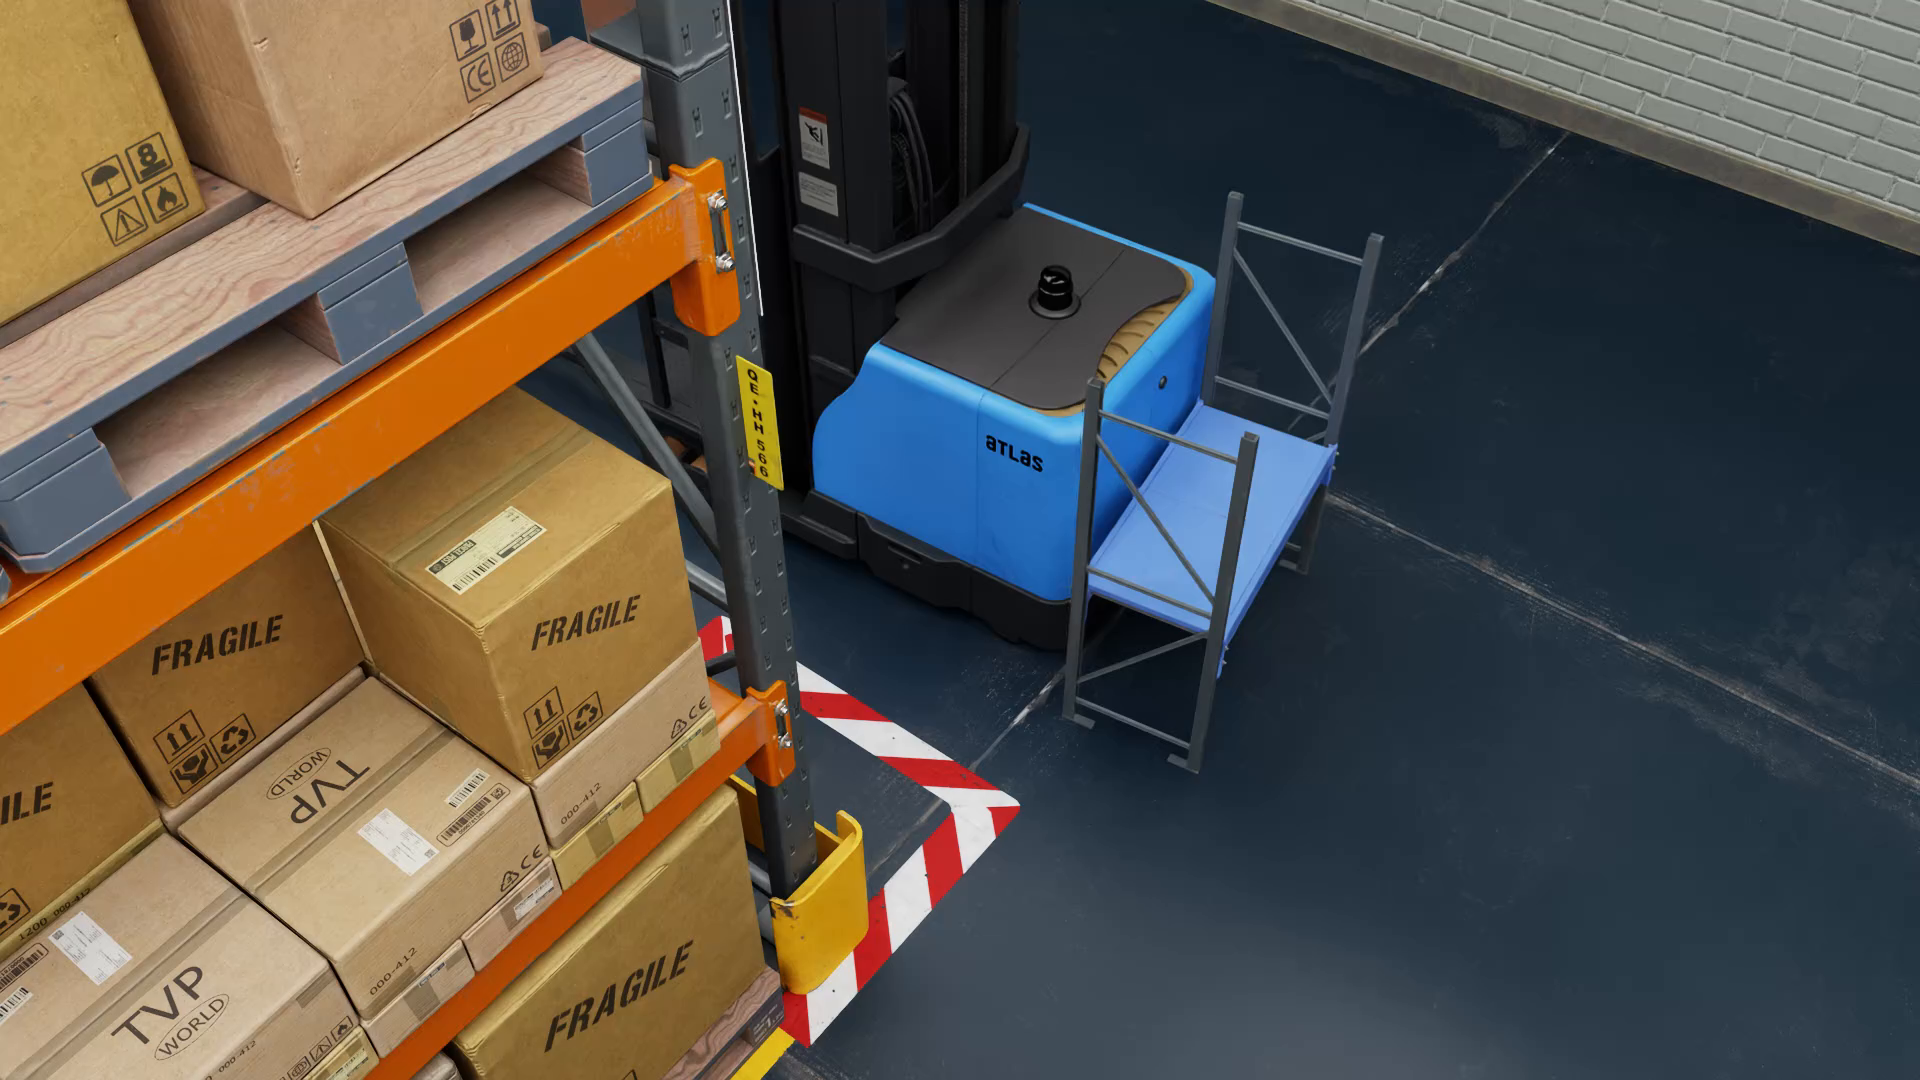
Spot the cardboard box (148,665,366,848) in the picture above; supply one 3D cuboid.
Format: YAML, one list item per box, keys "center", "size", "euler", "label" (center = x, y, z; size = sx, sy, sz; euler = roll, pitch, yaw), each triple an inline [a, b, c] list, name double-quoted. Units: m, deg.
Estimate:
- center: [-1.655, 0.400, 3.691]
  size: [0.500, 0.250, 0.500]
  euler: [29, 53, 25]
  label: "cardboard box"

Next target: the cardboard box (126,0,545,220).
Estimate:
- center: [-1.111, -0.934, 2.564]
  size: [0.700, 0.500, 0.500]
  euler: [26, 52, 23]
  label: "cardboard box"

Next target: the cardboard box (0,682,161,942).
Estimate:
- center: [-1.961, 0.426, 3.148]
  size: [0.500, 0.500, 0.500]
  euler: [28, 52, 24]
  label: "cardboard box"

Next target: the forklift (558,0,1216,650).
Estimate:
- center: [-0.623, -1.468, 5.625]
  size: [3.031, 2.935, 1.130]
  euler: [25, 51, 22]
  label: "forklift"

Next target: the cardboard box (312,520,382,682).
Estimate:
- center: [-1.343, 0.100, 3.978]
  size: [0.500, 0.250, 0.500]
  euler: [28, 52, 24]
  label: "cardboard box"

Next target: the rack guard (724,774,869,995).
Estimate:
- center: [-0.821, 0.845, 5.097]
  size: [1.175, 0.500, 0.348]
  euler: [29, 53, 25]
  label: "rack guard"

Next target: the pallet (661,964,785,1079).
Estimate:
- center: [-1.263, 1.451, 4.718]
  size: [1.003, 0.211, 1.213]
  euler: [29, 53, 25]
  label: "pallet"

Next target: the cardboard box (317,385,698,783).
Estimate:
- center: [-0.926, 0.080, 3.478]
  size: [0.500, 0.500, 0.500]
  euler: [30, 53, 25]
  label: "cardboard box"

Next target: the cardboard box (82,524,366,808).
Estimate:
- center: [-1.649, 0.127, 3.434]
  size: [0.500, 0.500, 0.500]
  euler: [28, 52, 24]
  label: "cardboard box"

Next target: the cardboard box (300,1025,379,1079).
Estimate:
- center: [-1.416, 1.016, 3.378]
  size: [0.380, 0.149, 0.250]
  euler: [28, 52, 24]
  label: "cardboard box"

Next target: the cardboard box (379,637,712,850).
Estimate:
- center: [-0.922, 0.339, 3.750]
  size: [0.500, 0.250, 0.500]
  euler: [28, 53, 24]
  label: "cardboard box"

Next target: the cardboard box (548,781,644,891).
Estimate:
- center: [-0.951, 0.581, 3.794]
  size: [0.380, 0.149, 0.250]
  euler: [30, 53, 25]
  label: "cardboard box"

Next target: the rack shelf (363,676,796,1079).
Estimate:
- center: [-2.059, 1.388, 3.347]
  size: [1.077, 0.370, 4.000]
  euler: [29, 53, 25]
  label: "rack shelf"

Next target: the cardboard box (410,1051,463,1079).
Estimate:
- center: [-1.720, 1.506, 3.916]
  size: [0.875, 0.875, 0.875]
  euler: [29, 53, 25]
  label: "cardboard box"

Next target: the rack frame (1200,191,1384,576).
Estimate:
- center: [1.064, -0.482, 5.674]
  size: [0.500, 1.500, 0.032]
  euler: [22, 50, 19]
  label: "rack frame"

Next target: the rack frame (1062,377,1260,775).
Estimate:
- center: [0.575, 0.162, 5.058]
  size: [0.500, 1.500, 0.032]
  euler: [22, 50, 19]
  label: "rack frame"

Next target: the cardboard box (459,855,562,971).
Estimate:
- center: [-1.106, 0.725, 3.657]
  size: [0.380, 0.149, 0.250]
  euler: [29, 53, 25]
  label: "cardboard box"

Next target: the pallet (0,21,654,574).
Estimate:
- center: [-1.281, -0.581, 2.718]
  size: [1.003, 0.211, 1.213]
  euler: [29, 53, 25]
  label: "pallet"

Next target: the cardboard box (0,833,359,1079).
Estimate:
- center: [-1.544, 0.920, 3.194]
  size: [0.500, 0.250, 0.500]
  euler: [27, 52, 24]
  label: "cardboard box"

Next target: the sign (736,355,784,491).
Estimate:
- center: [-0.415, -0.239, 3.439]
  size: [0.100, 0.325, 0.005]
  euler: [29, 53, 25]
  label: "sign"

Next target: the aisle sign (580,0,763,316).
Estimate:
- center: [-0.554, -0.811, 3.153]
  size: [0.394, 0.787, 0.004]
  euler: [29, 53, 25]
  label: "aisle sign"

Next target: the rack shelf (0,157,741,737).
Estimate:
- center: [-2.059, 0.352, 2.262]
  size: [1.077, 0.370, 4.000]
  euler: [29, 53, 25]
  label: "rack shelf"

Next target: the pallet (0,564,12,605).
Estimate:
- center: [-2.027, 0.120, 2.048]
  size: [1.003, 0.211, 1.213]
  euler: [29, 53, 25]
  label: "pallet"

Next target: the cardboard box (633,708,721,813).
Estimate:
- center: [-0.793, 0.431, 3.937]
  size: [0.380, 0.149, 0.250]
  euler: [30, 53, 26]
  label: "cardboard box"

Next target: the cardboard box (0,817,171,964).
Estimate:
- center: [-1.966, 0.686, 3.418]
  size: [0.500, 0.250, 0.500]
  euler: [28, 52, 24]
  label: "cardboard box"

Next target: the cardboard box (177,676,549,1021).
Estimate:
- center: [-1.233, 0.629, 3.473]
  size: [0.500, 0.250, 0.500]
  euler: [28, 53, 24]
  label: "cardboard box"

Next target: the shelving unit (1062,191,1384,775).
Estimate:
- center: [0.820, -0.160, 5.366]
  size: [0.538, 1.500, 1.048]
  euler: [22, 50, 19]
  label: "shelving unit"

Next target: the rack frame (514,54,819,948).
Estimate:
- center: [-0.836, -0.005, 4.180]
  size: [1.000, 3.000, 0.127]
  euler: [29, 53, 25]
  label: "rack frame"

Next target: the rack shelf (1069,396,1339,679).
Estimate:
- center: [0.820, -0.036, 5.496]
  size: [0.538, 0.185, 1.000]
  euler: [22, 50, 19]
  label: "rack shelf"

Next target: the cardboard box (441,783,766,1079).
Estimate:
- center: [-1.164, 0.986, 4.413]
  size: [0.875, 0.875, 0.875]
  euler: [29, 53, 25]
  label: "cardboard box"

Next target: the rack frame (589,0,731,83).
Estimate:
- center: [-0.836, -2.077, 2.011]
  size: [1.000, 3.000, 0.127]
  euler: [29, 53, 25]
  label: "rack frame"

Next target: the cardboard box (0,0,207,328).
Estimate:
- center: [-1.551, -0.665, 2.308]
  size: [0.700, 0.500, 0.500]
  euler: [27, 52, 24]
  label: "cardboard box"

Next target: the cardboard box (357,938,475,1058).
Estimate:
- center: [-1.259, 0.867, 3.521]
  size: [0.380, 0.149, 0.250]
  euler: [30, 53, 26]
  label: "cardboard box"
